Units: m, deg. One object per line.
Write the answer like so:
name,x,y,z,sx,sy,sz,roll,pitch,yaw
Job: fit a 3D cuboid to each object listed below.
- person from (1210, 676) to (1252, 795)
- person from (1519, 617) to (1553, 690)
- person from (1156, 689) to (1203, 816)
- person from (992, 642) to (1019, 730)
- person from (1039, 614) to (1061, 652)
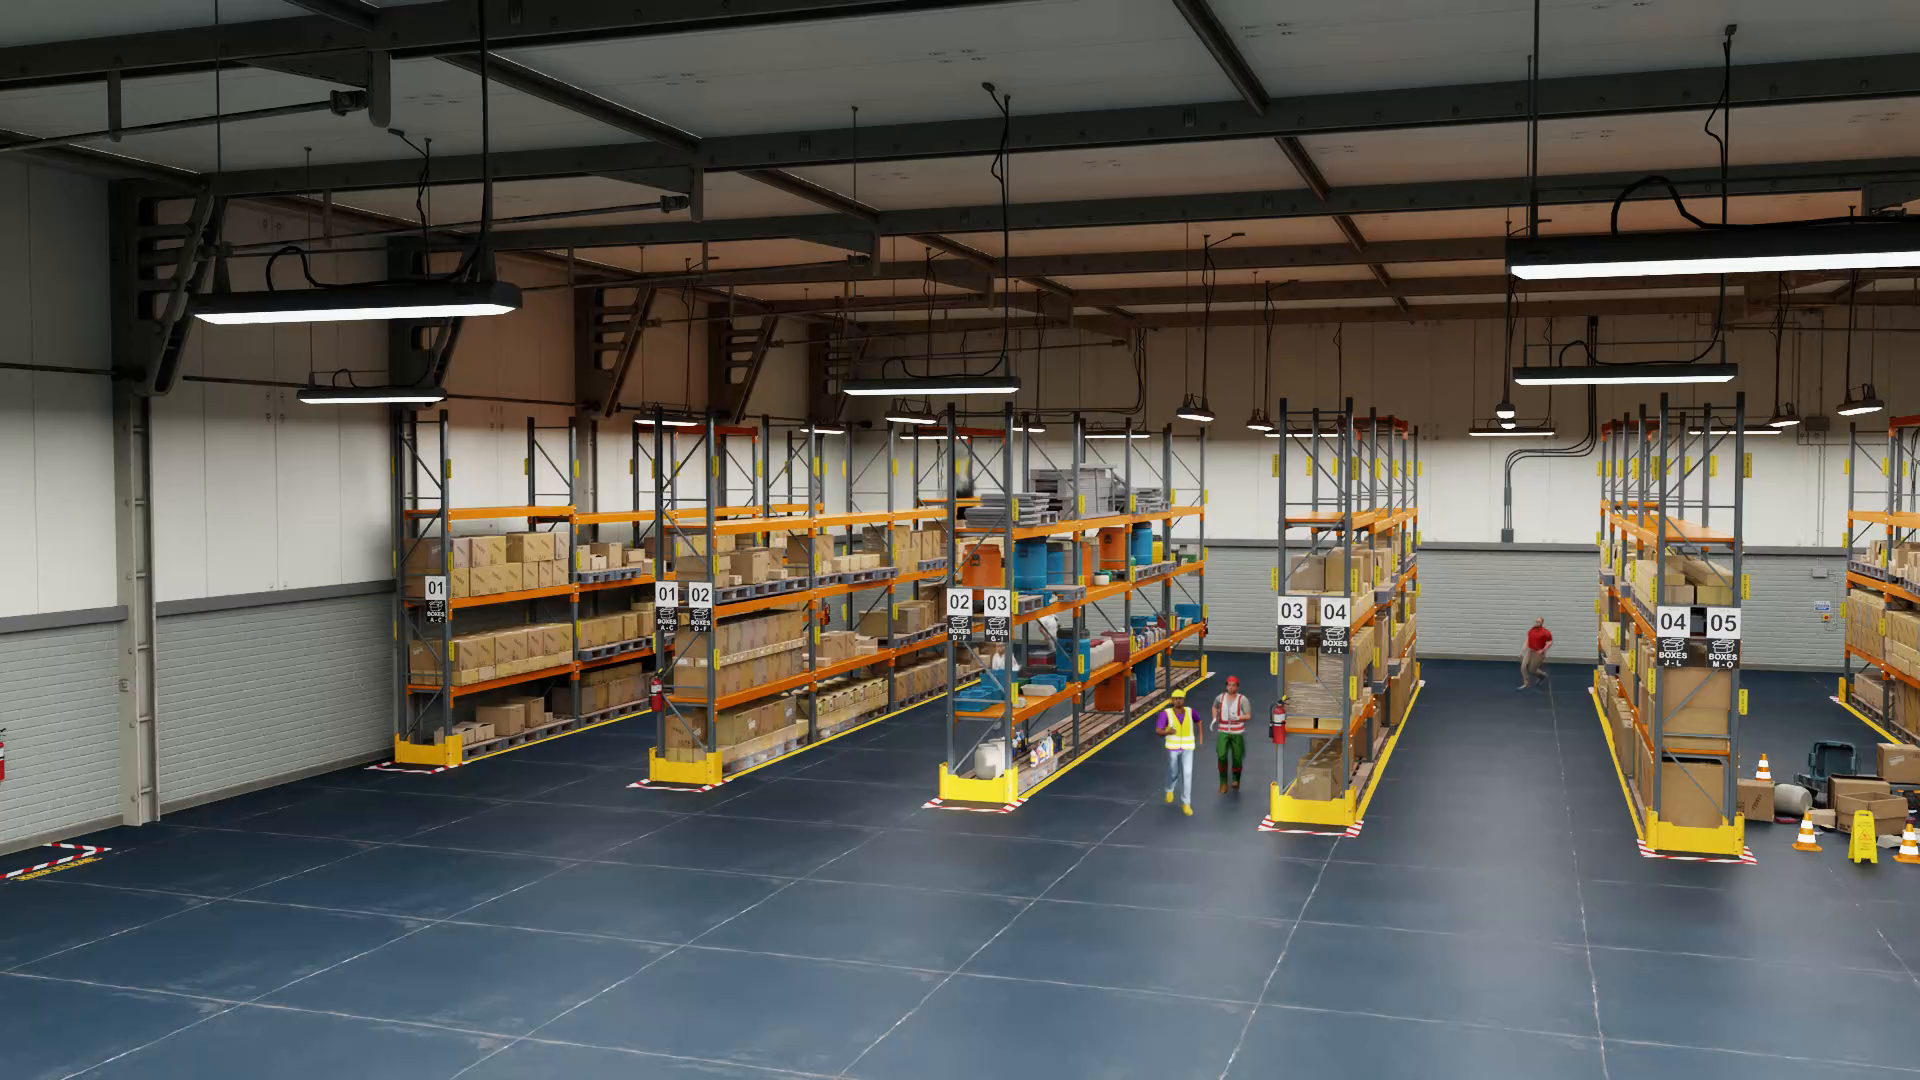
person,4.171,3.010,25.641,0.644,1.830,0.752,1,3,15
person,13.067,2.571,37.599,0.603,1.667,0.703,-1,3,-31
person,3.219,3.064,24.339,0.707,1.742,1.027,0,2,3
person,0.878,2.778,32.230,0.615,1.721,0.774,1,3,27
person,2.293,2.422,41.372,0.609,1.663,0.477,-1,3,-29
